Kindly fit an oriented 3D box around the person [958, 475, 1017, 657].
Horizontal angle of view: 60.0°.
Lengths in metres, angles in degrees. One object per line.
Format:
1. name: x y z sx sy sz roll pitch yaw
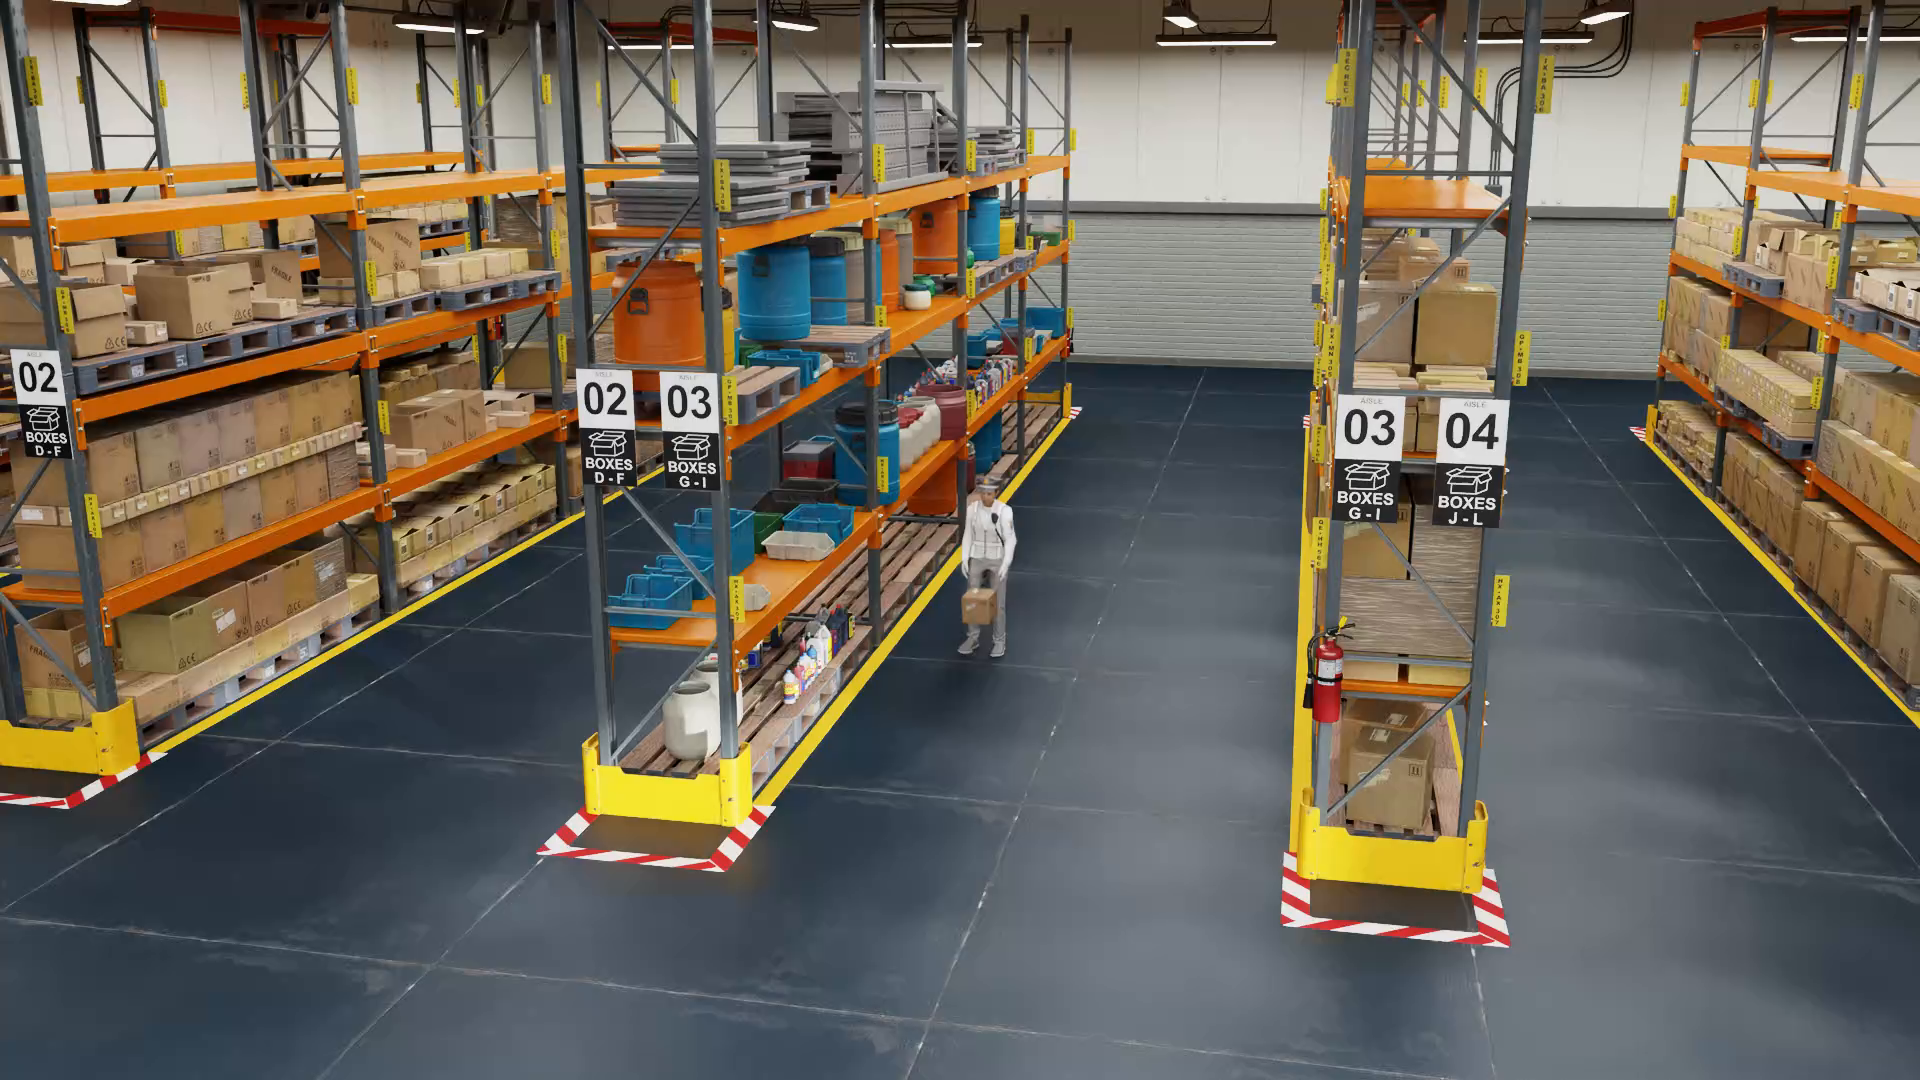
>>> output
1. person: 0.257 0.218 15.162 0.508 1.673 0.360 5 16 18
